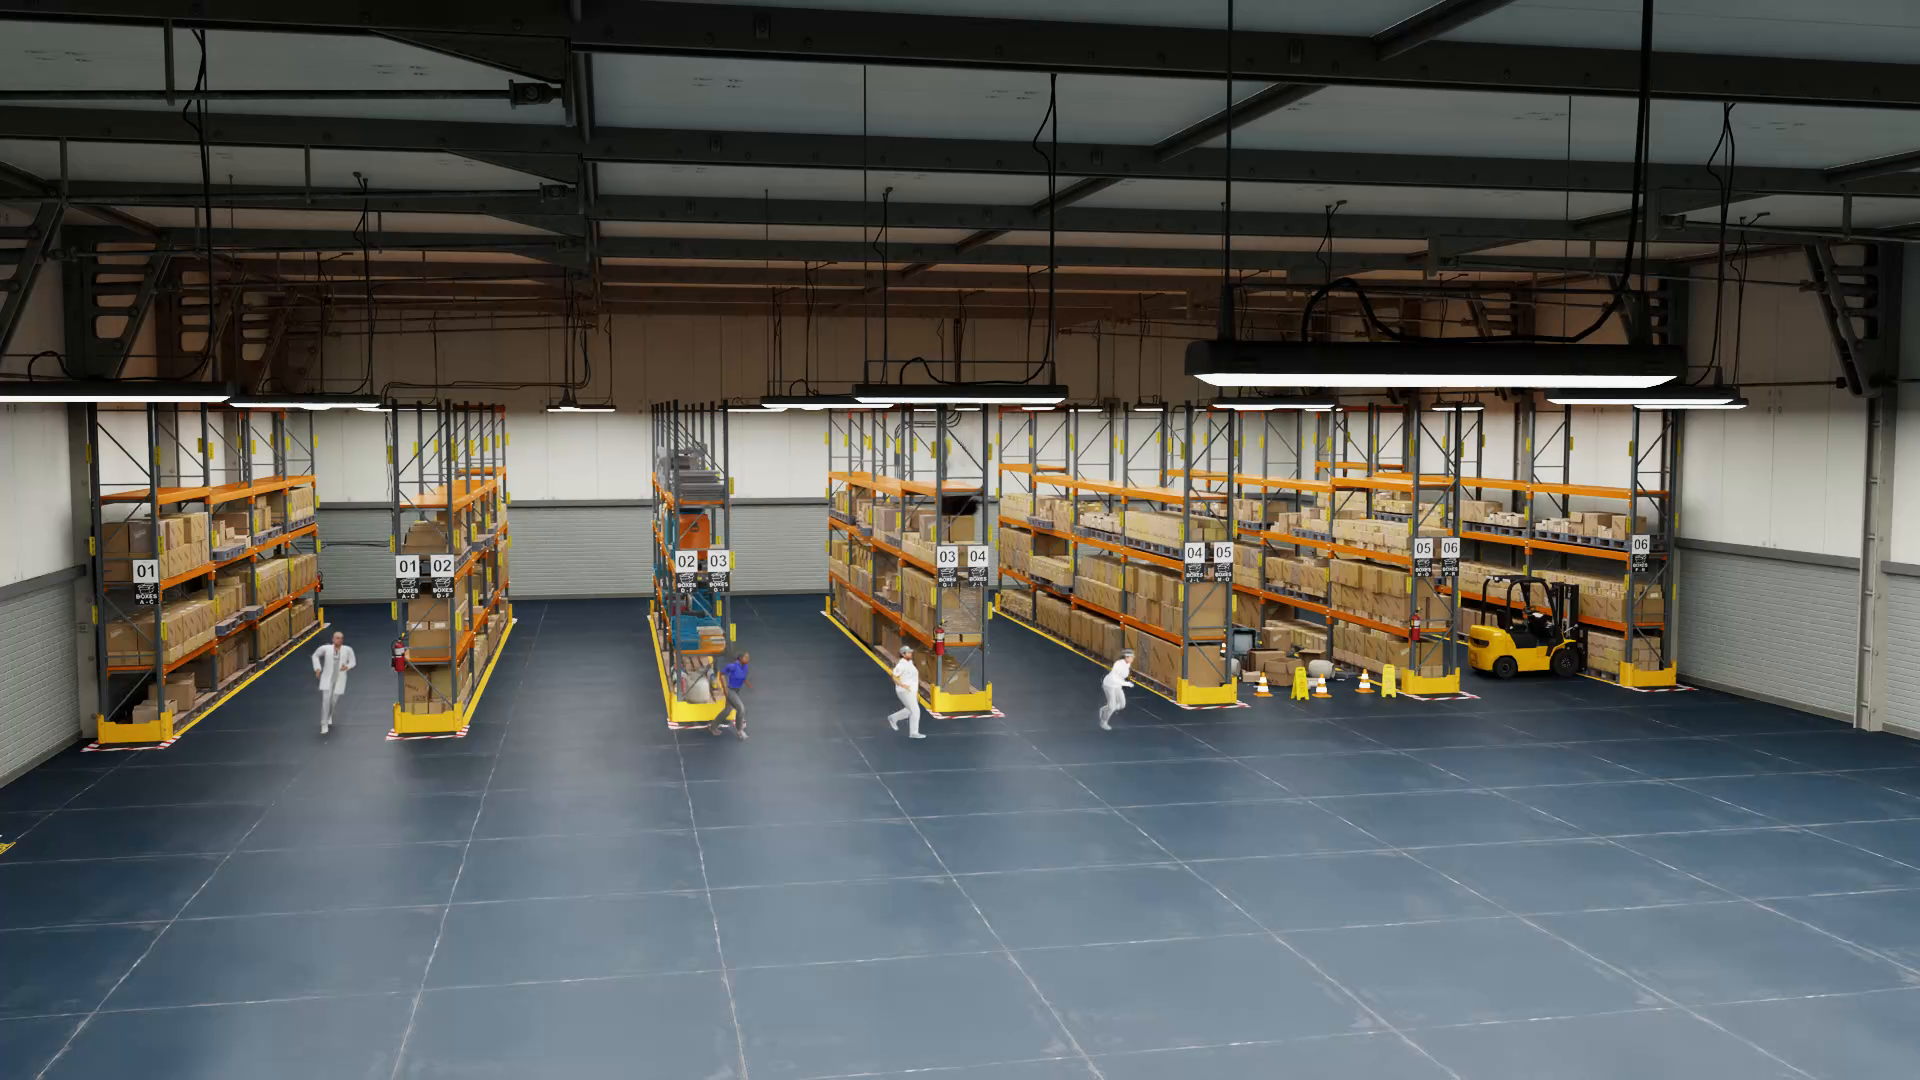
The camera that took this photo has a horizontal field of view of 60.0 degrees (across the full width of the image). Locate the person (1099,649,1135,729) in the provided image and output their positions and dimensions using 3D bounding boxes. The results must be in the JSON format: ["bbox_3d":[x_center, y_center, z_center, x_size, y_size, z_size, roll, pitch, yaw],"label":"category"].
[{"bbox_3d":[2.890,2.708,30.278,0.741,1.490,0.639,3,5,35],"label":"person"}]

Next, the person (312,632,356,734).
[{"bbox_3d":[-11.399,2.564,30.333,0.733,1.784,0.998,-2,5,-28],"label":"person"}]

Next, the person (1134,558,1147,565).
[{"bbox_3d":[5.540,1.029,50.954,0.672,1.748,0.676,0,4,-3],"label":"person"}]

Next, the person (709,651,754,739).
[{"bbox_3d":[-4.064,2.734,29.528,0.895,1.581,0.558,2,5,28],"label":"person"}]

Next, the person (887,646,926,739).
[{"bbox_3d":[-0.962,2.687,29.488,0.749,1.629,0.618,1,5,19],"label":"person"}]
